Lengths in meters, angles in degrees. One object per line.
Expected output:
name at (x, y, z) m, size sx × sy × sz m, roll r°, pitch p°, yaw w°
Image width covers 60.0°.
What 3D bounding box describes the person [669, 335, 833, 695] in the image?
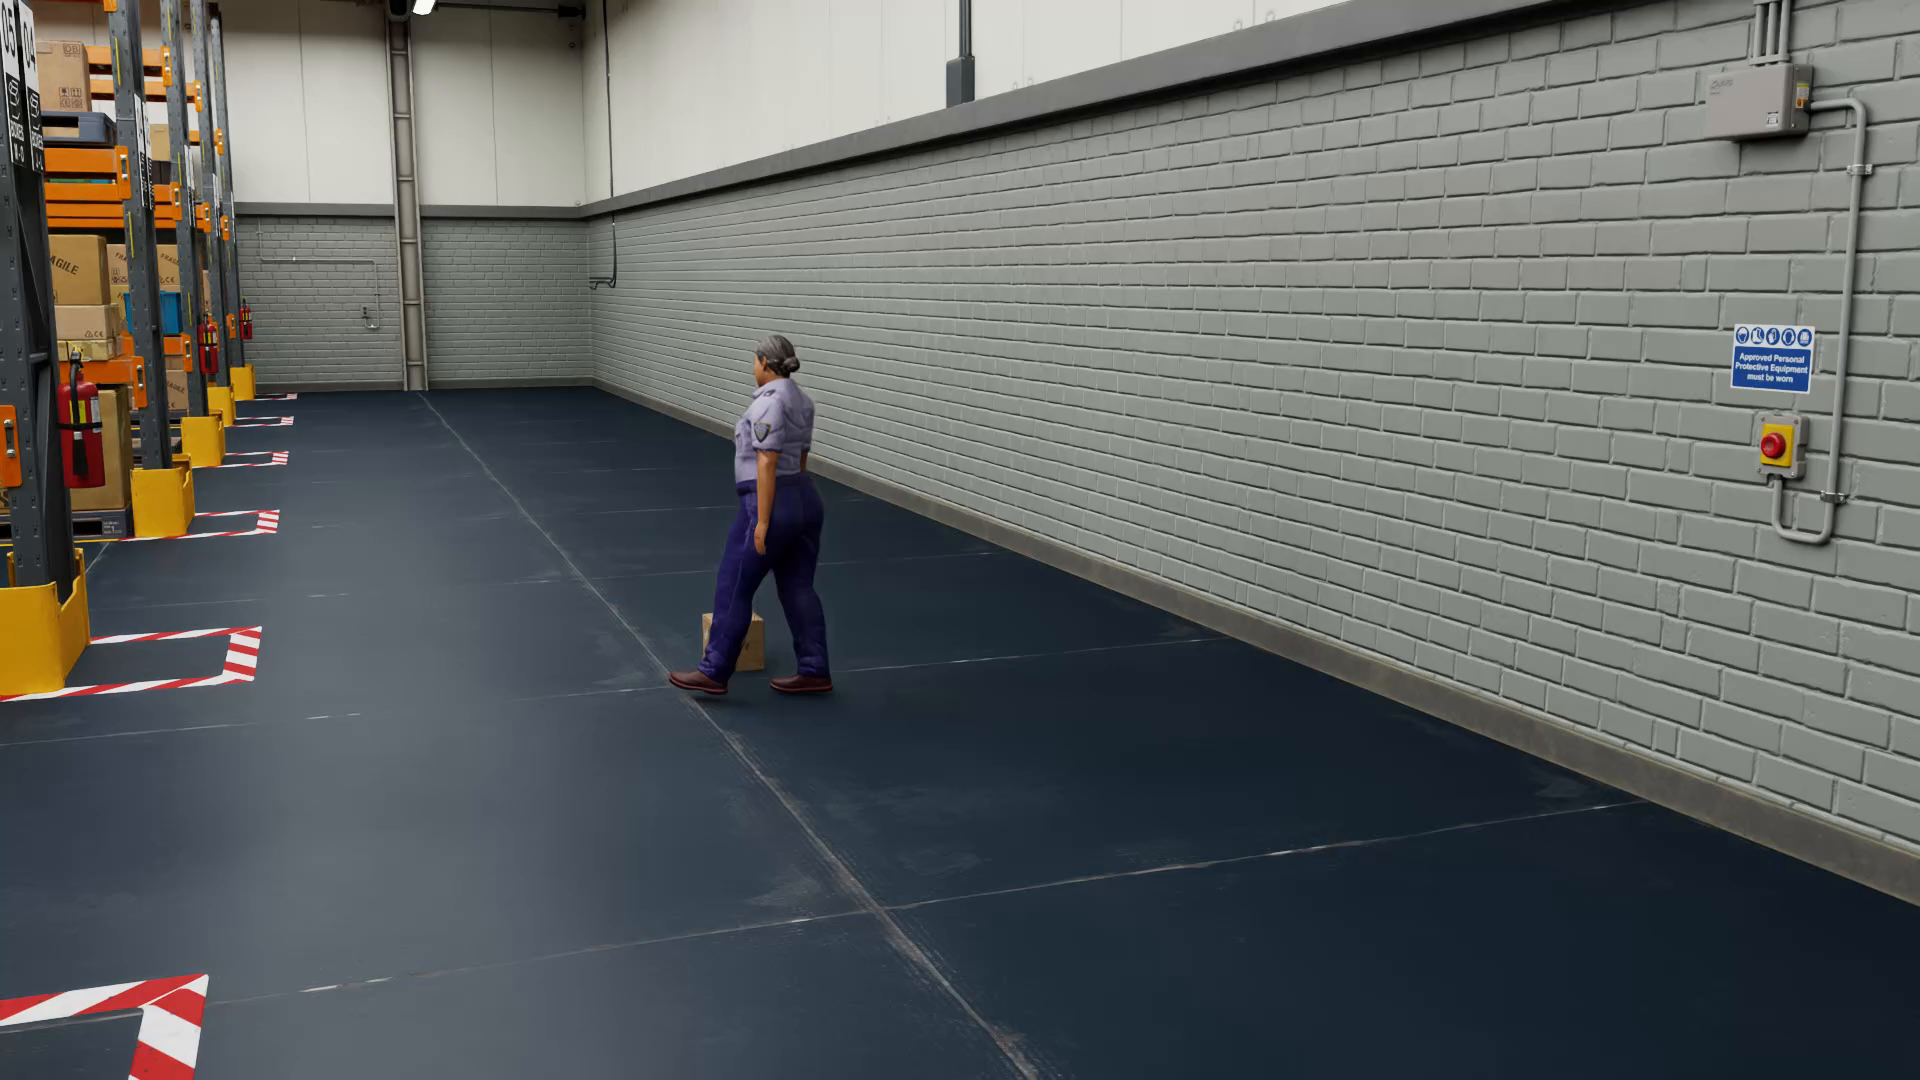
person at (-0.935, -0.113, 7.565) m, size 0.691 × 1.631 × 0.524 m, roll 4°, pitch 10°, yaw 24°
